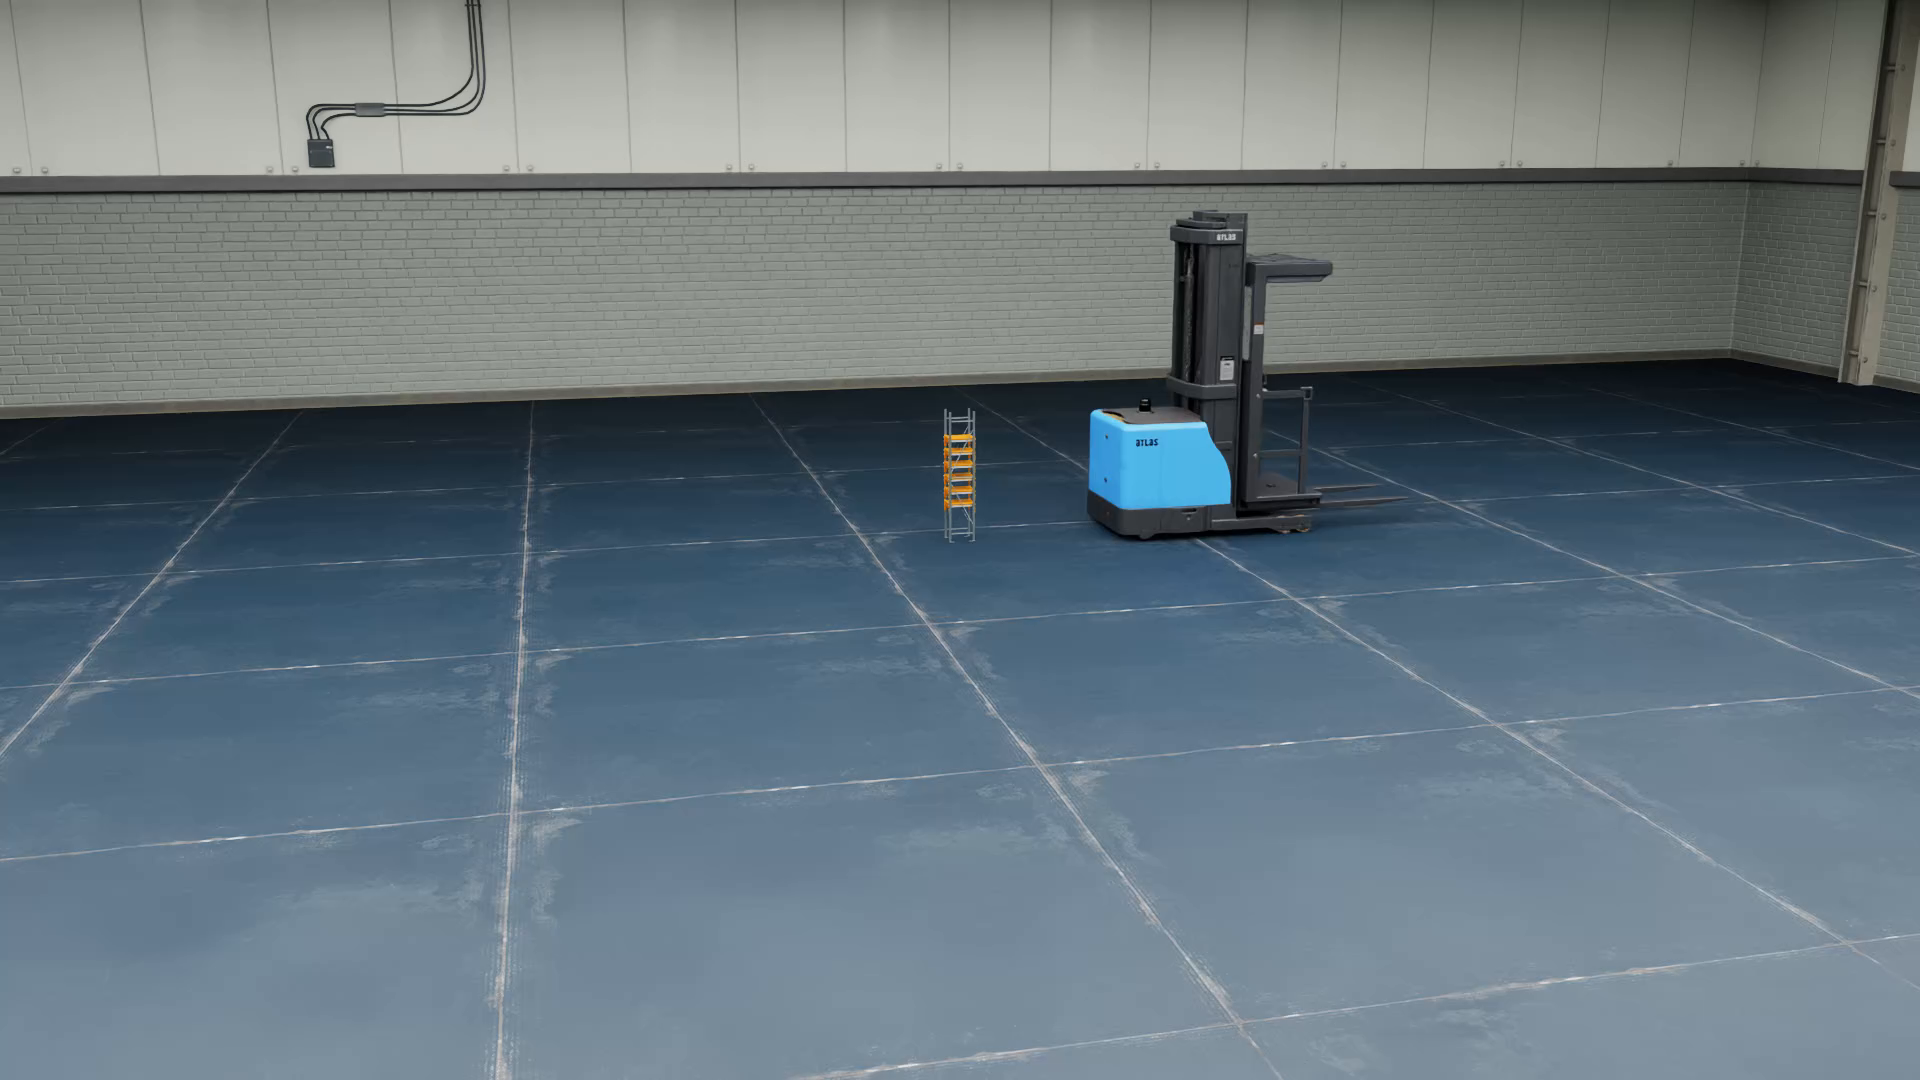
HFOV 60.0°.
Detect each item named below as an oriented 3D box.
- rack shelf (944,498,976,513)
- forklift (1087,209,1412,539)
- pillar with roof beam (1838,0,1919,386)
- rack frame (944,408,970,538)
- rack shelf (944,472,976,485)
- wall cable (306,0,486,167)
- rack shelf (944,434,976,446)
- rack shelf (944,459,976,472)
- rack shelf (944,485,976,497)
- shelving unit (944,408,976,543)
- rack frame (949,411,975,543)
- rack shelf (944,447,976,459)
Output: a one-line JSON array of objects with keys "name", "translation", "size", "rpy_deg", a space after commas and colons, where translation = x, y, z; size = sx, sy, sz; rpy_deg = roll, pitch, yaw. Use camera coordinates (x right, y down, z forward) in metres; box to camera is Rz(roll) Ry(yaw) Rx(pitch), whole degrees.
[{"name": "rack shelf", "translation": [-0.003, -0.310, 15.189], "size": [0.258, 0.103, 0.180], "rpy_deg": [-3, 14, -13]}, {"name": "forklift", "translation": [2.799, -1.601, 15.629], "size": [3.031, 2.935, 1.130], "rpy_deg": [-4, 14, -14]}, {"name": "pillar with roof beam", "translation": [9.187, -6.470, 22.772], "size": [9.100, 9.000, 0.400], "rpy_deg": [-3, 14, -13]}, {"name": "rack frame", "translation": [-0.025, -0.607, 15.208], "size": [0.240, 1.200, 0.006], "rpy_deg": [-3, 14, -13]}, {"name": "rack shelf", "translation": [-0.003, -0.543, 15.132], "size": [0.258, 0.103, 0.180], "rpy_deg": [-3, 14, -13]}, {"name": "wall cable", "translation": [-7.423, -7.885, 21.398], "size": [2.305, 6.003, 0.169], "rpy_deg": [-3, 14, -13]}, {"name": "rack shelf", "translation": [-0.003, -0.893, 15.046], "size": [0.258, 0.103, 0.180], "rpy_deg": [-3, 14, -13]}, {"name": "rack shelf", "translation": [-0.003, -0.660, 15.103], "size": [0.258, 0.103, 0.180], "rpy_deg": [-3, 14, -13]}, {"name": "rack shelf", "translation": [-0.003, -0.426, 15.160], "size": [0.258, 0.103, 0.180], "rpy_deg": [-3, 14, -13]}, {"name": "shelving unit", "translation": [-0.003, -0.586, 15.121], "size": [0.258, 1.200, 0.189], "rpy_deg": [-3, 14, -13]}, {"name": "rack frame", "translation": [0.018, -0.565, 15.035], "size": [0.240, 1.200, 0.006], "rpy_deg": [-3, 14, -13]}, {"name": "rack shelf", "translation": [-0.003, -0.776, 15.075], "size": [0.258, 0.103, 0.180], "rpy_deg": [-3, 14, -13]}]
